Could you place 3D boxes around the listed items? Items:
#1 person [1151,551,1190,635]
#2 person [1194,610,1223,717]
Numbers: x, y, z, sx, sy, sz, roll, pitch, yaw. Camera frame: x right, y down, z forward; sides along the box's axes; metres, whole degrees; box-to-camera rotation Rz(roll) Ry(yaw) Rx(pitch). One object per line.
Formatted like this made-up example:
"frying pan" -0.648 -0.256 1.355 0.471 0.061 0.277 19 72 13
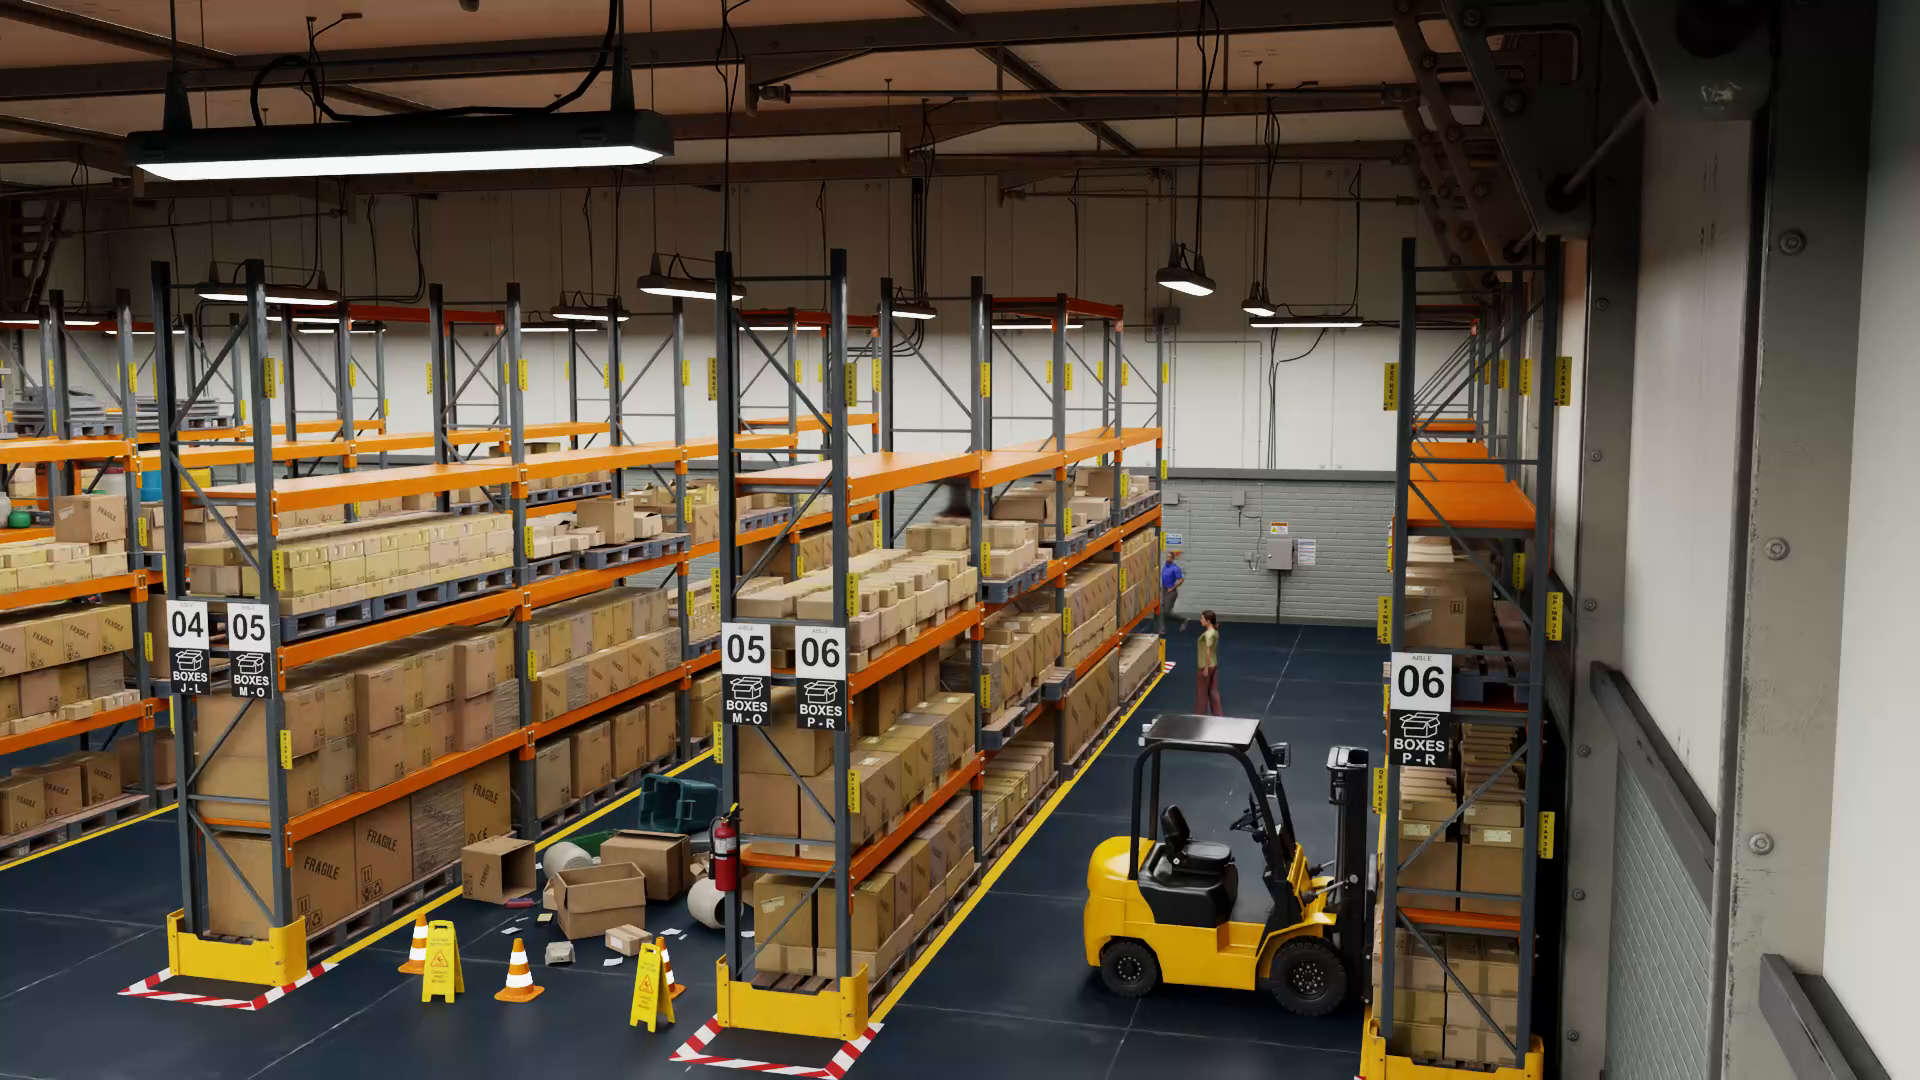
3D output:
"person" 3.998 1.075 31.729 0.733 1.539 0.576 -1 6 -12
"person" 3.507 1.826 23.756 0.542 1.674 0.461 3 7 24
